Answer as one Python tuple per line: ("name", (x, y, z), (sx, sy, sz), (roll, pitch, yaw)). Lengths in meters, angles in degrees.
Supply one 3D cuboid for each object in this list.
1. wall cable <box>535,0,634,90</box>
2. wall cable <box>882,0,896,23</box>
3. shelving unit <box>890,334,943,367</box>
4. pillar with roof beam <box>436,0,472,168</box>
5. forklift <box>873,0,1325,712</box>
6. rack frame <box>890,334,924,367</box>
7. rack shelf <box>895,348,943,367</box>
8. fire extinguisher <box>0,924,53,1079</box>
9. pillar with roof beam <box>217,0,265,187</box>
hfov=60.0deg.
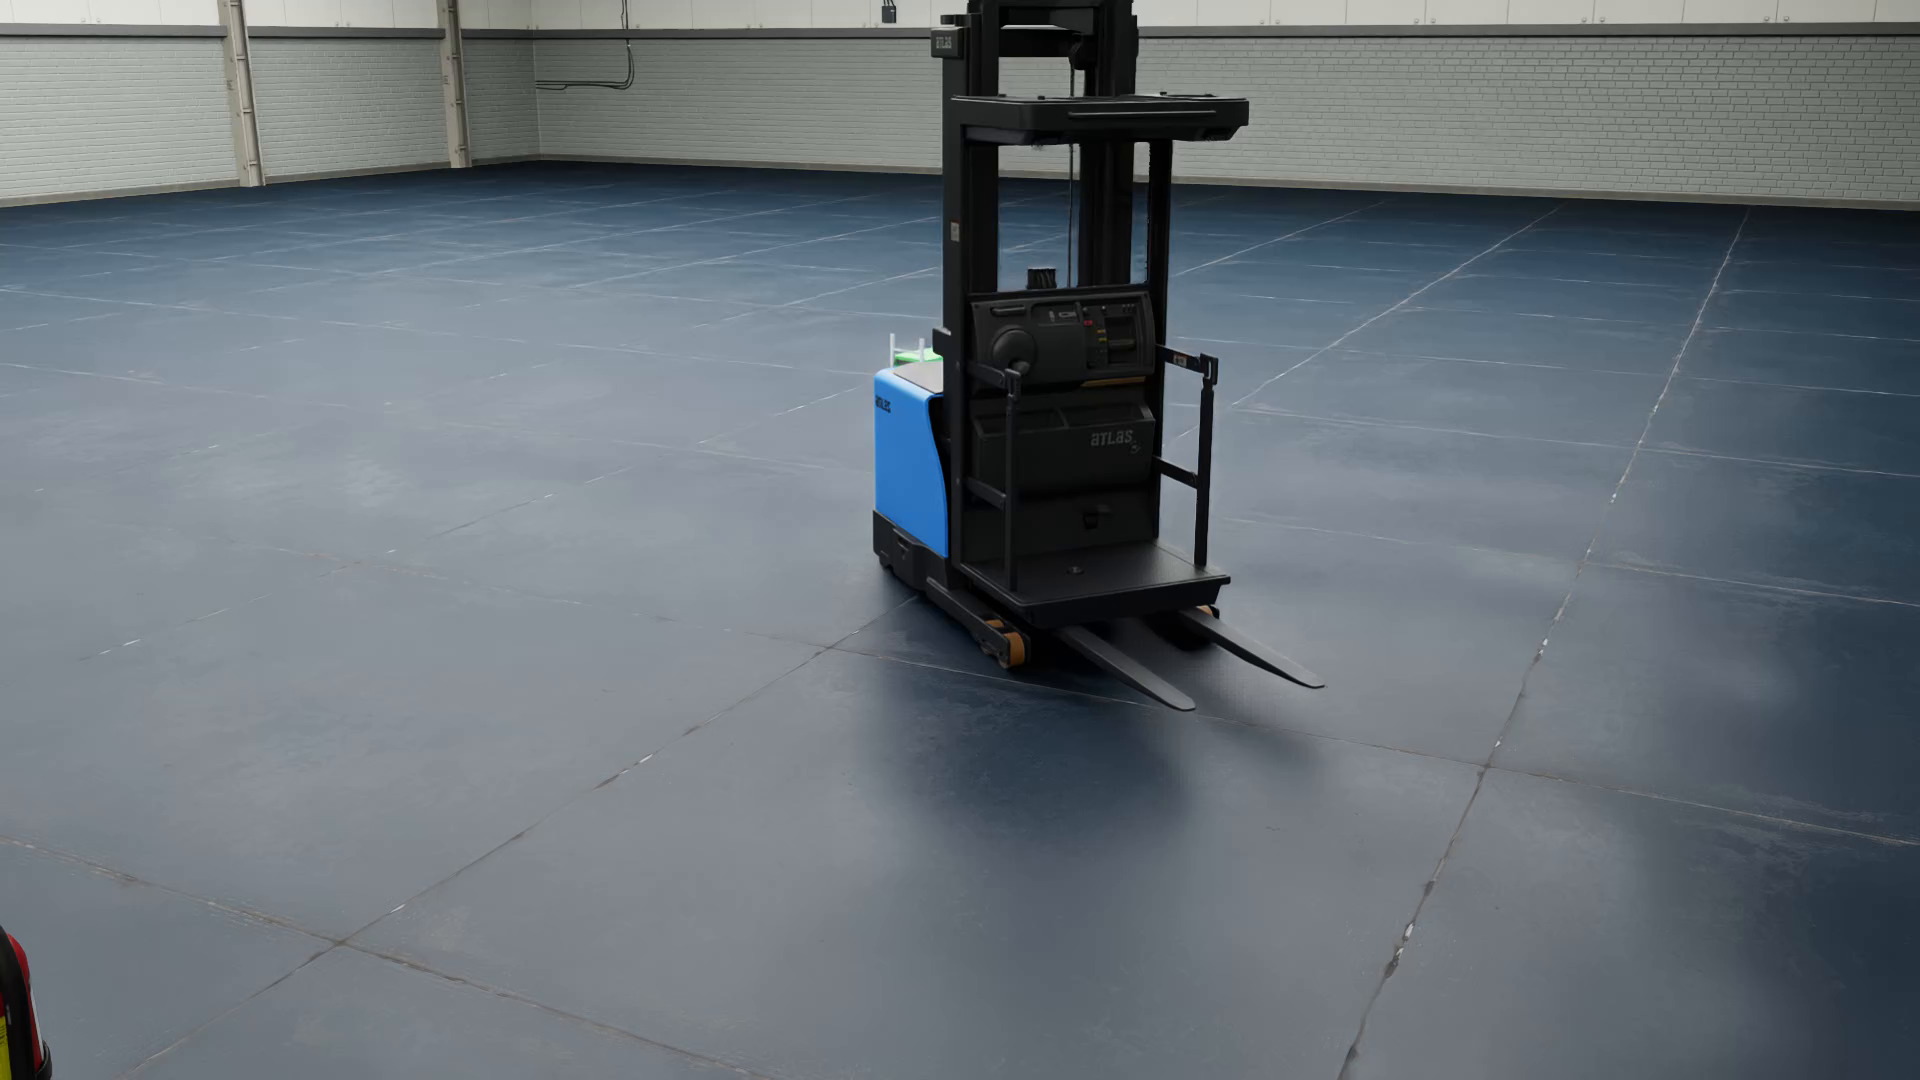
("wall cable", (-9.143, -12.106, 39.931), (3.097, 2.526, 0.112), (8, 18, 25))
("wall cable", (-0.658, -14.013, 34.924), (2.305, 6.003, 0.169), (8, 18, 25))
("shelving unit", (-0.127, -0.585, 9.388), (0.258, 1.200, 0.503), (14, 22, 39))
("pillar with roof beam", (-7.791, -12.464, 35.685), (9.100, 9.000, 0.400), (8, 18, 25))
("forklift", (0.577, -0.958, 7.601), (1.130, 2.935, 3.031), (-7, 18, -22))
("rack frame", (-0.288, -0.533, 9.212), (0.240, 1.200, 0.015), (14, 22, 39))
("rack shelf", (-0.127, -0.984, 9.269), (0.258, 0.148, 0.480), (14, 22, 39))
("fire extinguisher", (-1.294, 0.661, 2.165), (0.296, 0.674, 0.183), (8, 18, 25))
("pillar with roof beam", (-10.473, -10.936, 30.539), (9.100, 9.000, 0.400), (8, 18, 25))
